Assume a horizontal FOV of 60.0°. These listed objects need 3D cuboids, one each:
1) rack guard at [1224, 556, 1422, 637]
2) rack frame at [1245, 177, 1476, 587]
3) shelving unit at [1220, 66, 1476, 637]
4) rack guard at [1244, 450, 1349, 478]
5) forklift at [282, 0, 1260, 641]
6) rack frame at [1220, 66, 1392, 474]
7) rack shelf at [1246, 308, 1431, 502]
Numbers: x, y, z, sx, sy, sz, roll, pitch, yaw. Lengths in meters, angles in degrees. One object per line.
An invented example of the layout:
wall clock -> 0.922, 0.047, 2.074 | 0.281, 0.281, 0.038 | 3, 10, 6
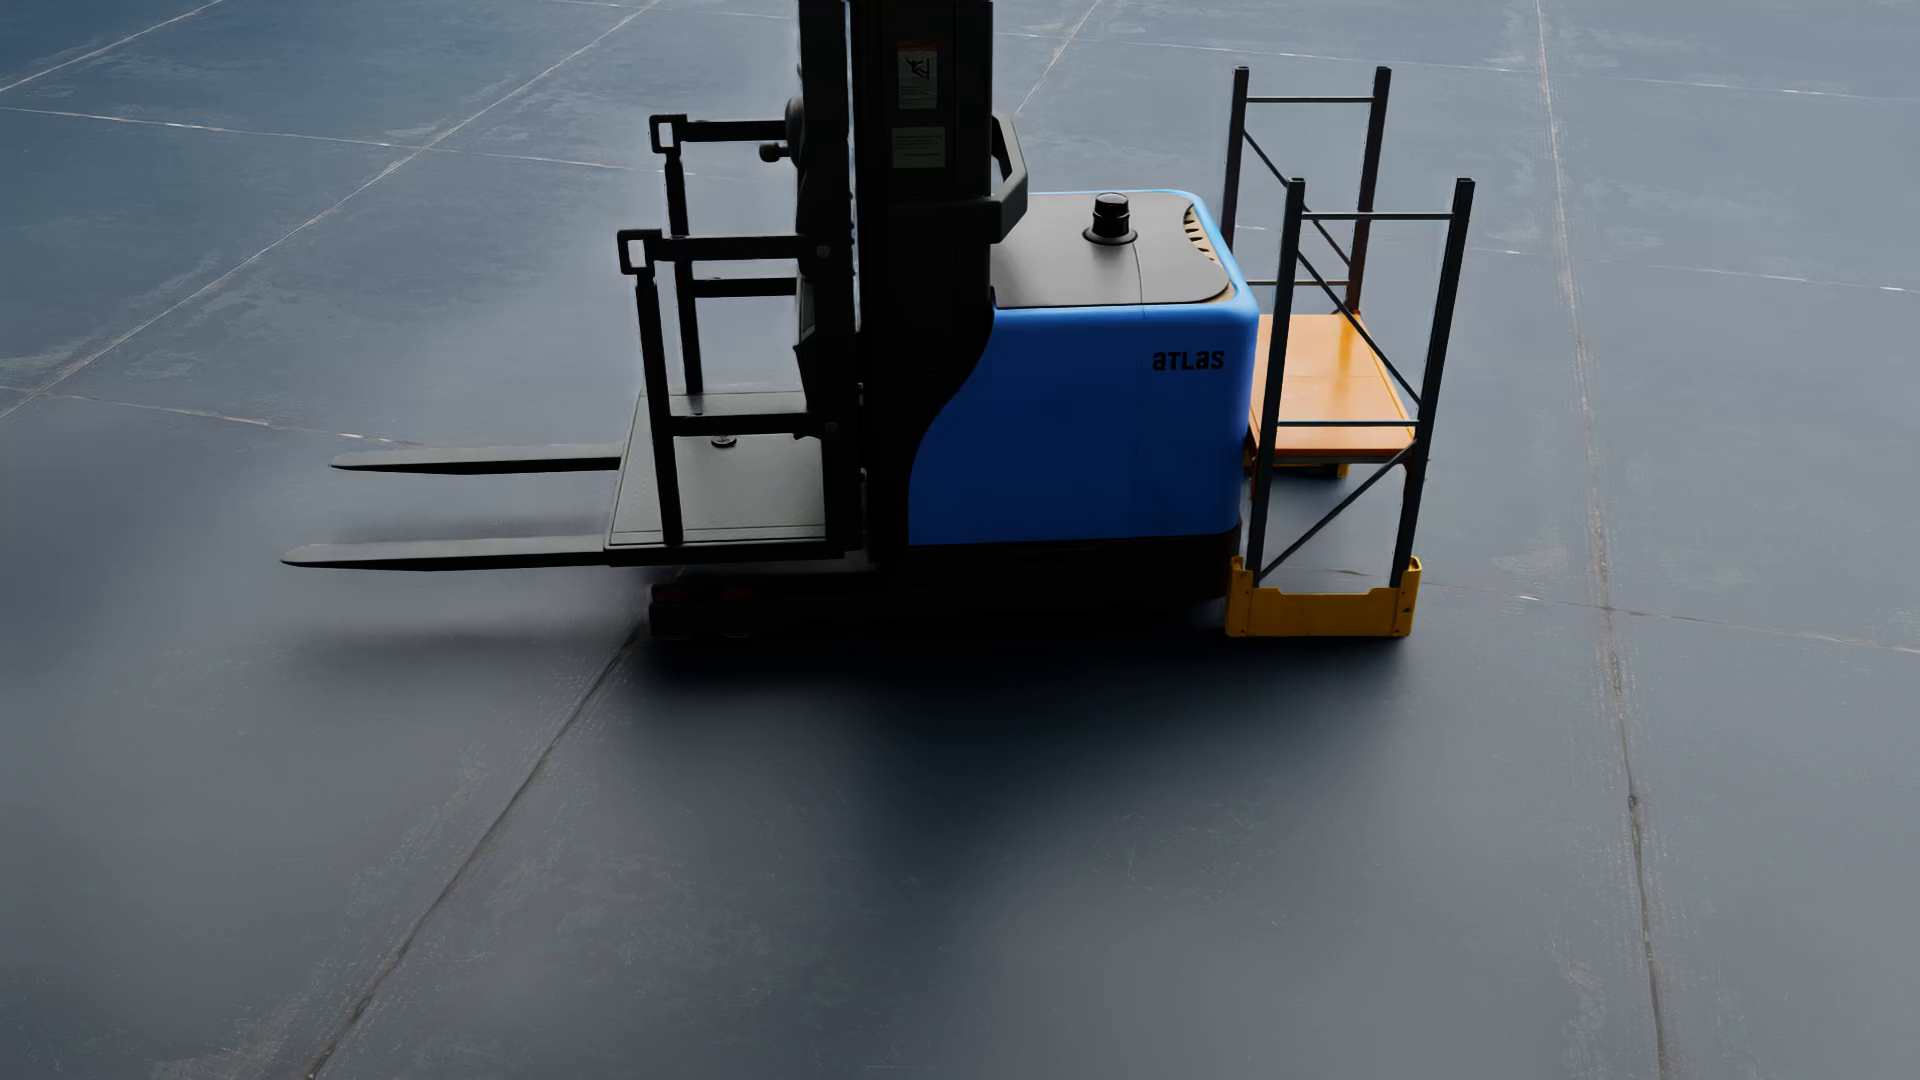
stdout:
rack guard -> 1.137, 0.177, 5.238 | 0.587, 0.250, 0.087 | 0, 32, 0
rack frame -> 1.137, -0.340, 4.886 | 0.500, 1.500, 0.032 | 0, 32, 0
shelving unit -> 1.136, -0.617, 5.323 | 0.587, 1.500, 1.083 | 0, 32, 0
rack guard -> 1.135, -0.357, 6.079 | 0.587, 0.250, 0.087 | 0, 32, 0
forklift -> -0.646, -1.213, 4.927 | 3.031, 2.935, 1.130 | -2, 33, -3
rack frame -> 1.135, -0.885, 5.744 | 0.500, 1.500, 0.032 | 0, 32, 0
rack shelf -> 1.136, -0.461, 5.412 | 0.538, 0.185, 1.000 | 0, 32, 0
